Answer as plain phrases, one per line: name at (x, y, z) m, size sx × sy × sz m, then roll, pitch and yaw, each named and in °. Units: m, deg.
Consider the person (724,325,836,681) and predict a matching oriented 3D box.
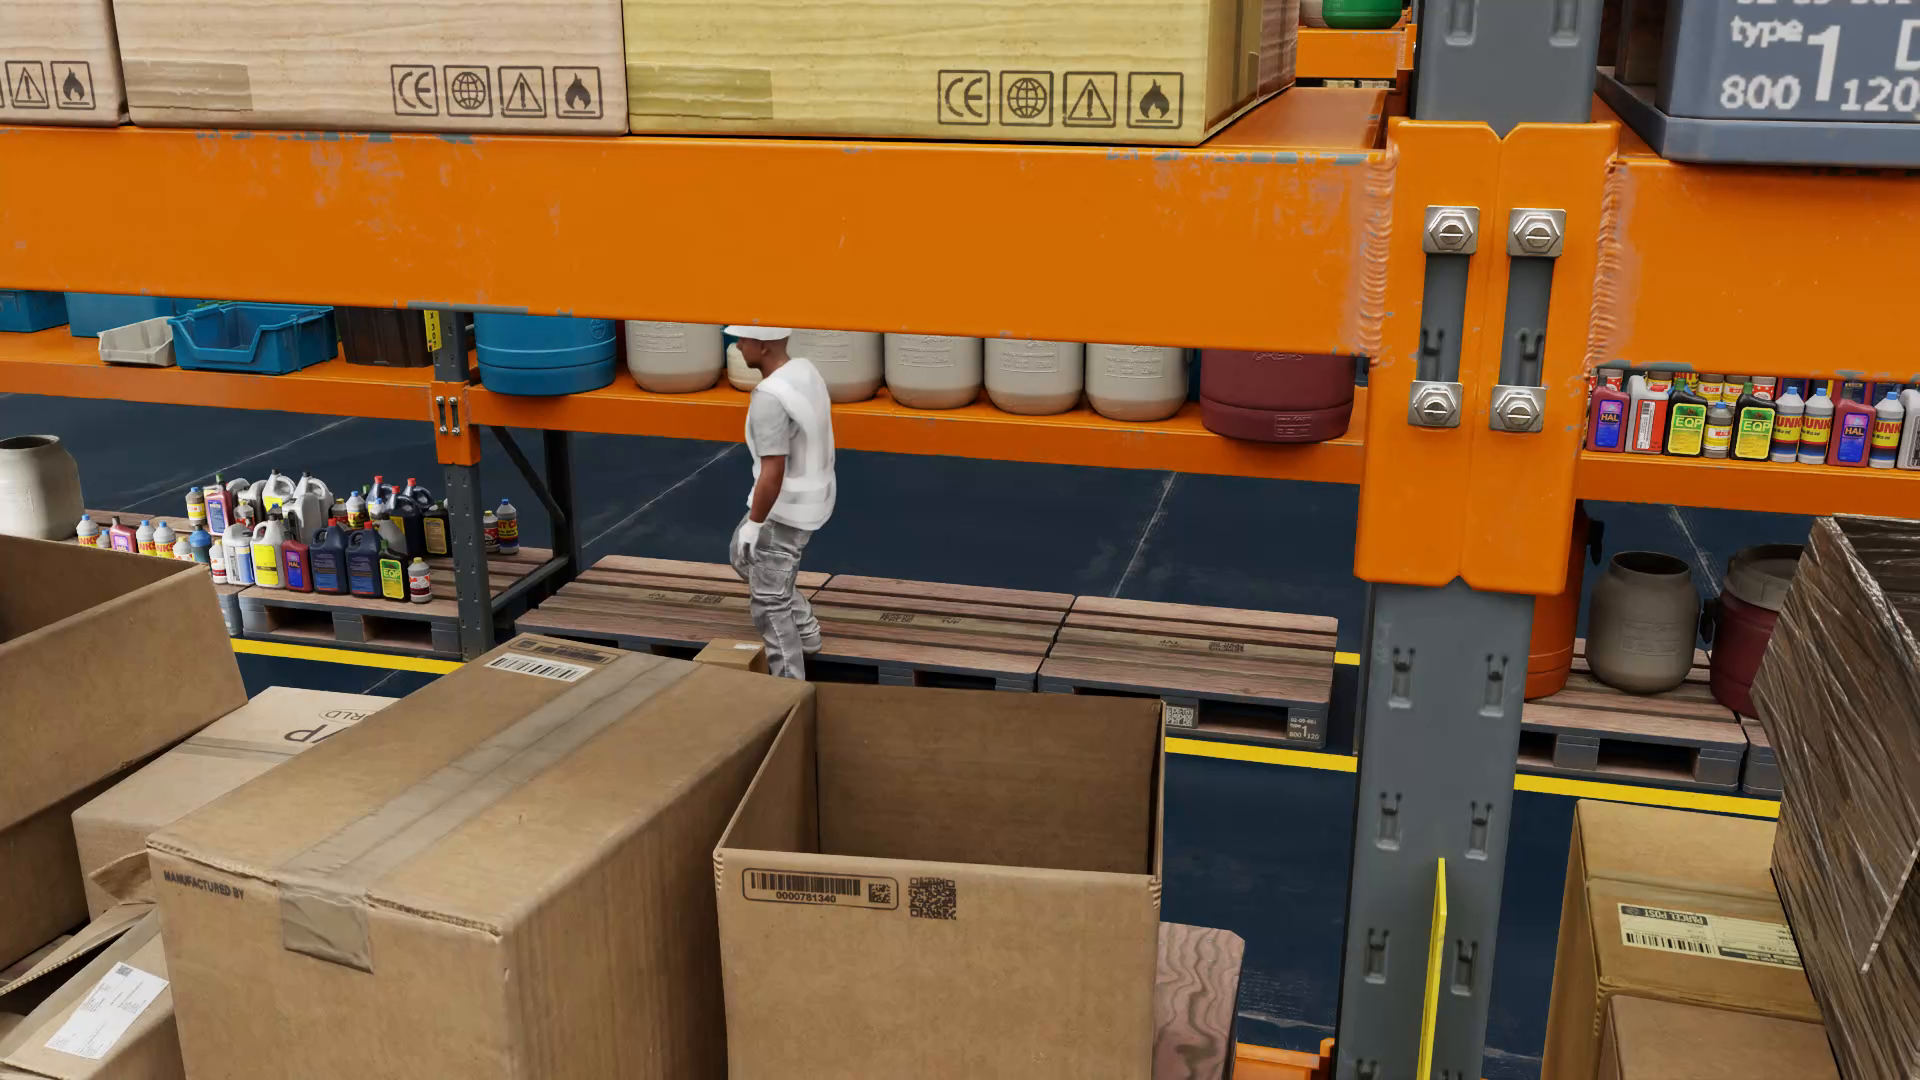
person at (-0.783, -0.125, 6.912) m, size 0.519 × 1.780 × 0.620 m, roll 4°, pitch 18°, yaw 11°
